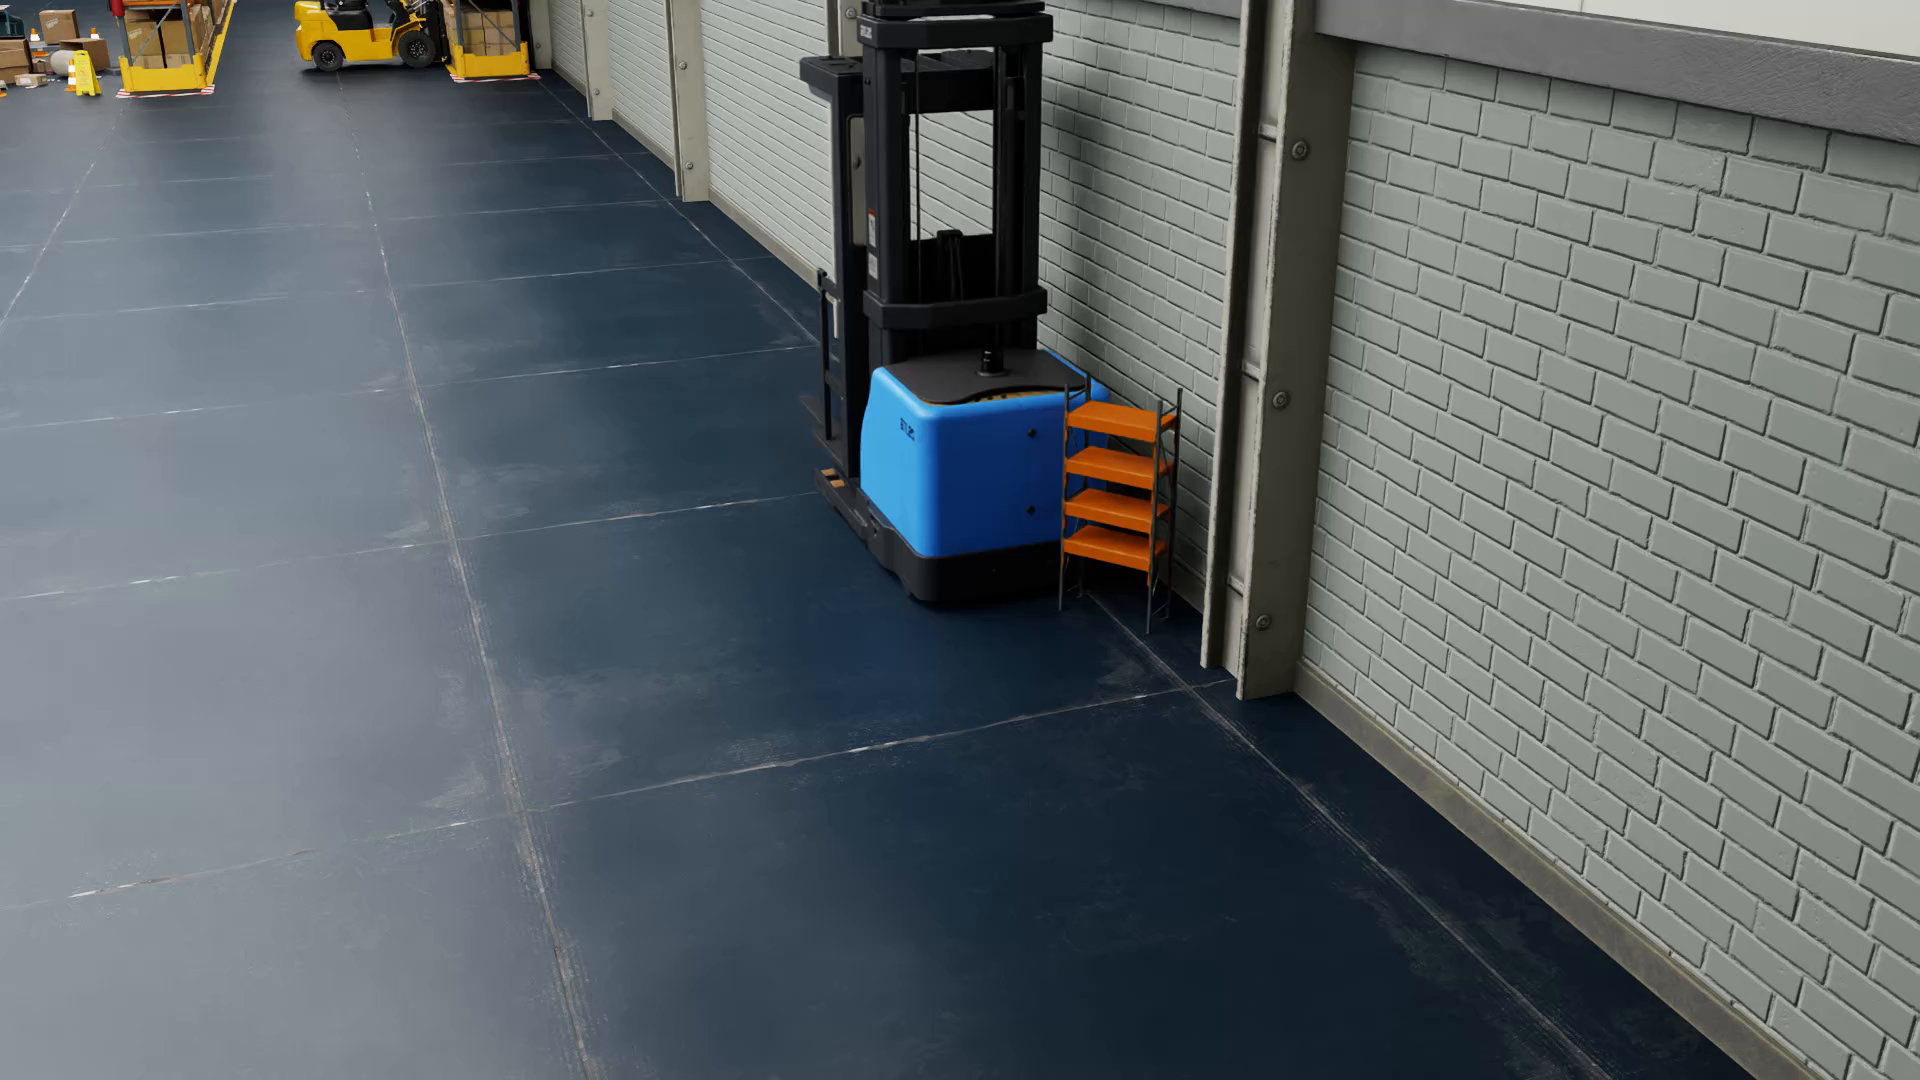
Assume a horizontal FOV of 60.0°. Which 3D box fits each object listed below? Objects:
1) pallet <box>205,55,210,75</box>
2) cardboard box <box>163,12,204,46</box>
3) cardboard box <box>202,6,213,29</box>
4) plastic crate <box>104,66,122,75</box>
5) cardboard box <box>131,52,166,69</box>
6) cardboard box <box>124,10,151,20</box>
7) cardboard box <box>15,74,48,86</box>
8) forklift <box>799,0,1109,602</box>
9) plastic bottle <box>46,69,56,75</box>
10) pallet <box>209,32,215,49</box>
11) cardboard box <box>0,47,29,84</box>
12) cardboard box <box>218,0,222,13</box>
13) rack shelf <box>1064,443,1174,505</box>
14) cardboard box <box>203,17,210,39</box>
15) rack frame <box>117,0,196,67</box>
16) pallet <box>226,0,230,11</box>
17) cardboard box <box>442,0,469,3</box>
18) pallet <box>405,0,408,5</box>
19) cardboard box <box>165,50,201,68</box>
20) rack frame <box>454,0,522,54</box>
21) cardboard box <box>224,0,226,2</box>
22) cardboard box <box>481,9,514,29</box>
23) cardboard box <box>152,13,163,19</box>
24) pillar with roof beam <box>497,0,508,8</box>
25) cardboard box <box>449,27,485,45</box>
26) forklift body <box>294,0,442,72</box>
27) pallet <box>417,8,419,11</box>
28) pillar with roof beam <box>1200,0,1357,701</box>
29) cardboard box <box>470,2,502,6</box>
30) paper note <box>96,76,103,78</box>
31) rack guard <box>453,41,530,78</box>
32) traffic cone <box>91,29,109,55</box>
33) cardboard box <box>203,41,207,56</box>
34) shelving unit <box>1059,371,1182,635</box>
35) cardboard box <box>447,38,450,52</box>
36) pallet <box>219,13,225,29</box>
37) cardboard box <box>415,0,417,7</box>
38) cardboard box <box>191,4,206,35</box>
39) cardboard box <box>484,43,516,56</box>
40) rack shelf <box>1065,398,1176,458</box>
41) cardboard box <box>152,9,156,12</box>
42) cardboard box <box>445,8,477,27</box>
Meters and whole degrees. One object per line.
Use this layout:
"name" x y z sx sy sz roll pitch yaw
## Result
"pallet" -13.078 -7.894 27.707 1.003 0.211 1.213 -8 24 -19
"cardboard box" -12.764 -8.393 27.335 0.500 0.500 0.500 -8 24 -18
"cardboard box" -15.006 -10.091 32.173 0.950 0.372 0.625 -10 25 -23
"plastic crate" -13.996 -7.834 27.733 0.402 0.080 0.583 -18 29 -37
"cardboard box" -12.916 -7.601 26.421 0.500 0.250 0.500 -8 24 -19
"cardboard box" -13.090 -8.359 26.419 0.380 0.149 0.250 -8 24 -17
"cardboard box" -14.723 -7.294 26.364 0.380 0.149 0.250 4 23 9
"forklift" -0.219 -1.584 9.233 1.130 2.935 3.031 -8 24 -18
"plastic bottle" -15.082 -7.782 27.634 0.133 0.061 0.283 -4 23 -10
"pallet" -14.495 -9.304 31.052 1.003 0.211 1.213 -8 24 -19
"cardboard box" -15.359 -7.549 26.513 0.637 0.503 0.797 12 26 27
"cardboard box" -15.989 -11.442 34.730 0.875 0.875 0.875 -8 24 -17
"rack shelf" 0.776 -0.323 8.068 0.480 0.148 0.258 14 26 29
"cardboard box" -14.228 -9.296 30.285 0.950 0.372 0.625 -7 24 -16
"rack frame" -12.370 -8.409 25.338 1.000 3.000 0.127 -8 24 -19
"pallet" -17.240 -12.215 37.959 1.003 0.211 1.213 -8 24 -19
"cardboard box" -8.906 -9.346 29.275 0.500 0.250 0.500 -7 24 -17
"pallet" -12.644 -12.860 39.490 1.003 0.211 1.213 -8 24 -19
"cardboard box" -12.397 -7.666 26.576 0.500 0.250 0.500 -9 24 -19
"rack frame" -7.728 -9.091 26.957 1.000 3.000 0.127 -8 24 -19
"cardboard box" -17.048 -12.350 37.447 0.875 0.438 0.875 -9 25 -21
"cardboard box" -7.721 -8.679 27.692 0.500 0.250 0.500 -9 24 -20
"cardboard box" -13.257 -8.309 27.137 0.500 0.500 0.500 -9 24 -20
"pillar with roof beam" -13.278 -13.822 30.457 9.100 9.000 0.400 -8 24 -19
"cardboard box" -8.193 -8.382 27.630 0.500 0.250 0.500 -9 24 -20
"forklift body" -10.105 -9.139 28.163 2.313 2.155 1.214 -8 24 -19
"pallet" -11.210 -11.432 36.101 1.003 0.211 1.213 -8 24 -19
"pillar with roof beam" -2.680 -2.921 4.594 9.100 9.000 0.400 -8 24 -19
"cardboard box" -8.242 -9.230 29.000 0.500 0.250 0.500 -9 24 -20
"paper note" -14.107 -7.579 27.193 0.142 0.019 0.148 -18 29 -37
"rack guard" -7.720 -7.930 27.422 1.175 0.500 0.348 -8 24 -19
"traffic cone" -15.531 -8.952 29.892 0.336 0.463 0.334 -8 24 -19
"cardboard box" -12.950 -8.233 27.921 0.500 0.250 0.500 -8 24 -18
"shelving unit" 0.776 -0.179 8.129 0.503 1.200 0.258 14 26 29
"cardboard box" -8.525 -8.510 28.578 0.500 0.250 0.500 -8 24 -18
"pallet" -15.832 -10.770 34.531 1.003 0.211 1.213 -8 24 -19
"cardboard box" -11.637 -11.912 36.328 0.500 0.500 0.500 -9 25 -21
"cardboard box" -13.323 -8.956 28.671 0.500 0.500 0.500 -9 24 -20
"cardboard box" -7.719 -8.223 27.897 0.500 0.250 0.500 -8 24 -19
"rack shelf" 0.776 -0.541 7.977 0.480 0.148 0.258 14 26 29
"cardboard box" -13.559 -8.844 27.570 0.380 0.149 0.250 -7 24 -16
"cardboard box" -8.368 -8.788 27.949 0.500 0.250 0.500 -8 24 -18
